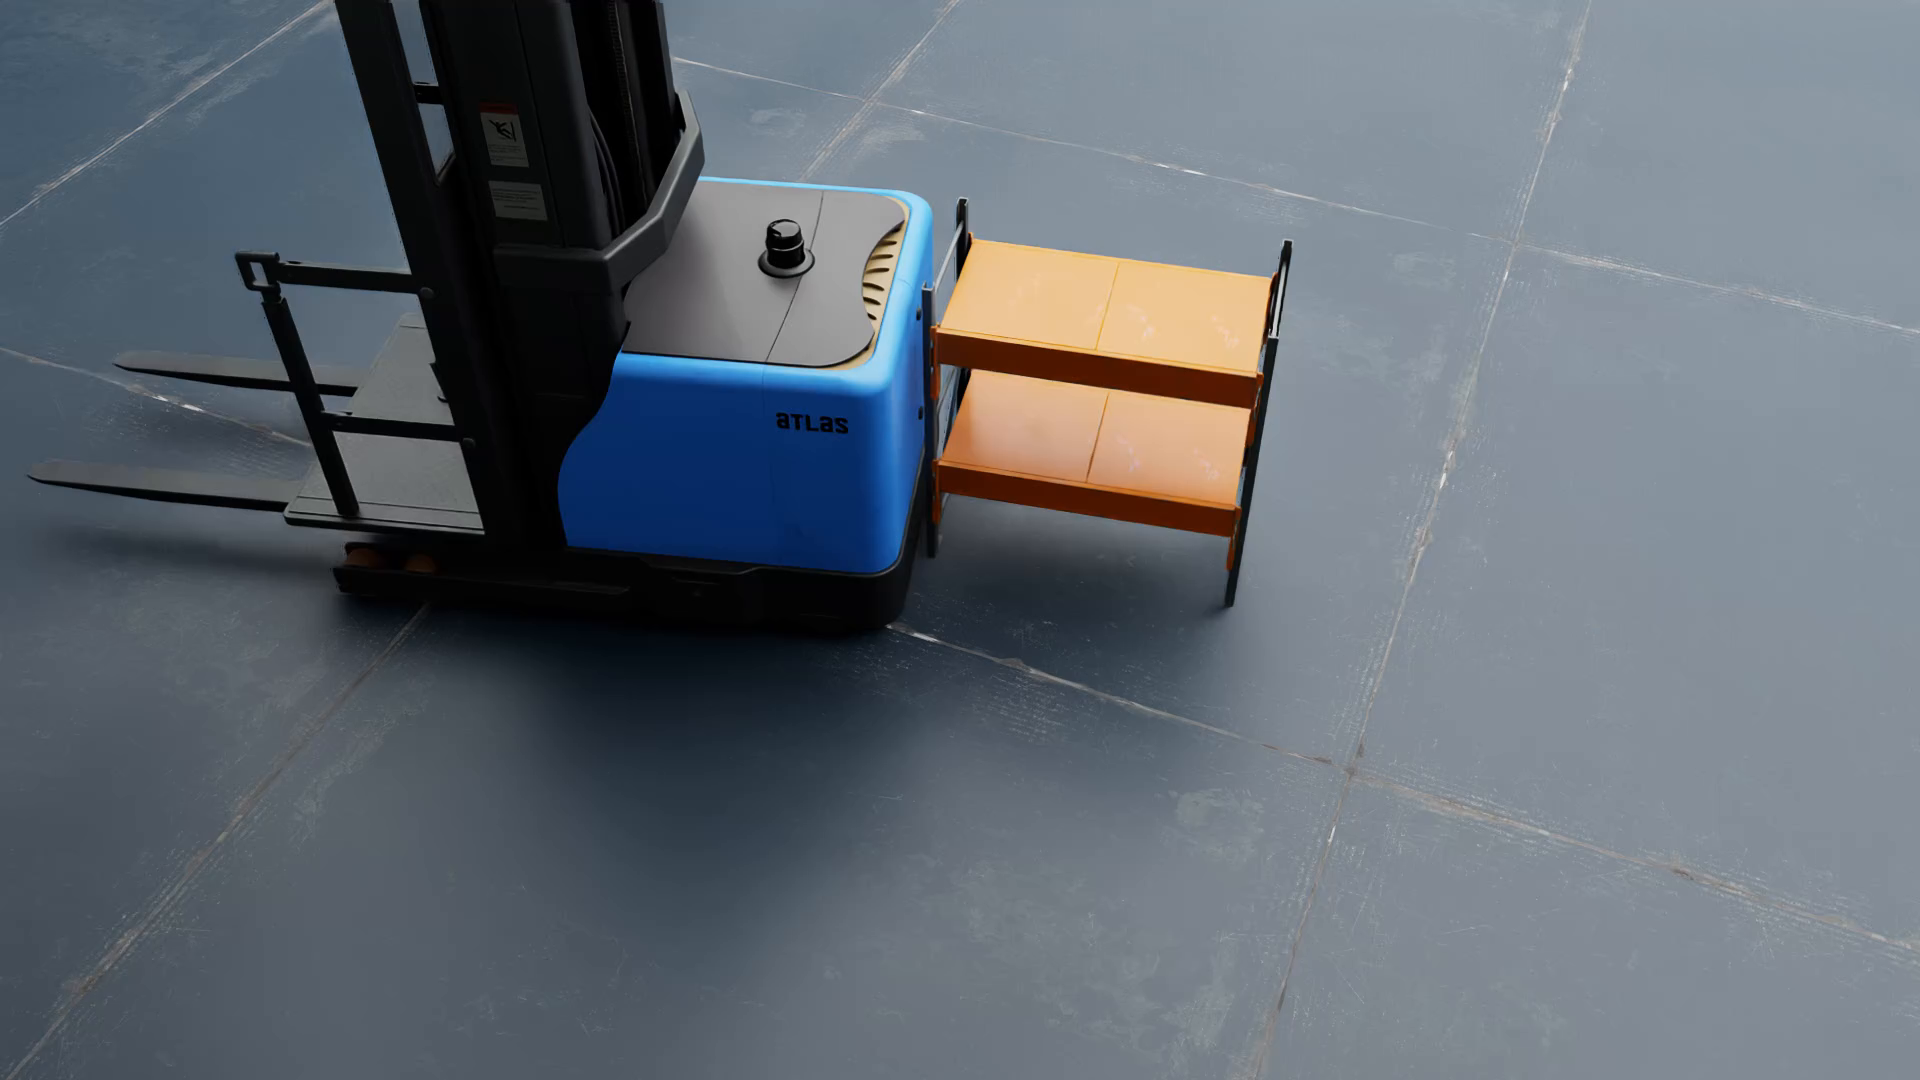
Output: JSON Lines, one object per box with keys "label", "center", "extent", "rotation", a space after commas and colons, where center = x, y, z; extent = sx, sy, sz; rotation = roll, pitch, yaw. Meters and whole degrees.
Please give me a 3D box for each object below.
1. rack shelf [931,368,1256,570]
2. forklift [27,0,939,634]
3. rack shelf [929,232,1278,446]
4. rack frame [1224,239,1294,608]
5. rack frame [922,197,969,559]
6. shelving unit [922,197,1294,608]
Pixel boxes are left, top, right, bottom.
{"label": "rack shelf", "center": [0.452, -0.255, 5.555], "extent": [1.000, 0.278, 0.538], "rotation": [9, 46, 9]}
{"label": "forklift", "center": [-1.632, -1.197, 4.875], "extent": [3.031, 2.935, 1.130], "rotation": [5, 45, 5]}
{"label": "rack shelf", "center": [0.452, -0.636, 5.176], "extent": [1.000, 0.278, 0.538], "rotation": [9, 46, 9]}
{"label": "rack frame", "center": [0.948, -0.348, 5.302], "extent": [0.032, 1.125, 0.500], "rotation": [9, 46, 9]}
{"label": "rack frame", "center": [-0.043, -0.509, 5.464], "extent": [0.032, 1.125, 0.500], "rotation": [9, 46, 9]}
{"label": "shelving unit", "center": [0.452, -0.428, 5.383], "extent": [1.048, 1.125, 0.538], "rotation": [9, 46, 9]}
